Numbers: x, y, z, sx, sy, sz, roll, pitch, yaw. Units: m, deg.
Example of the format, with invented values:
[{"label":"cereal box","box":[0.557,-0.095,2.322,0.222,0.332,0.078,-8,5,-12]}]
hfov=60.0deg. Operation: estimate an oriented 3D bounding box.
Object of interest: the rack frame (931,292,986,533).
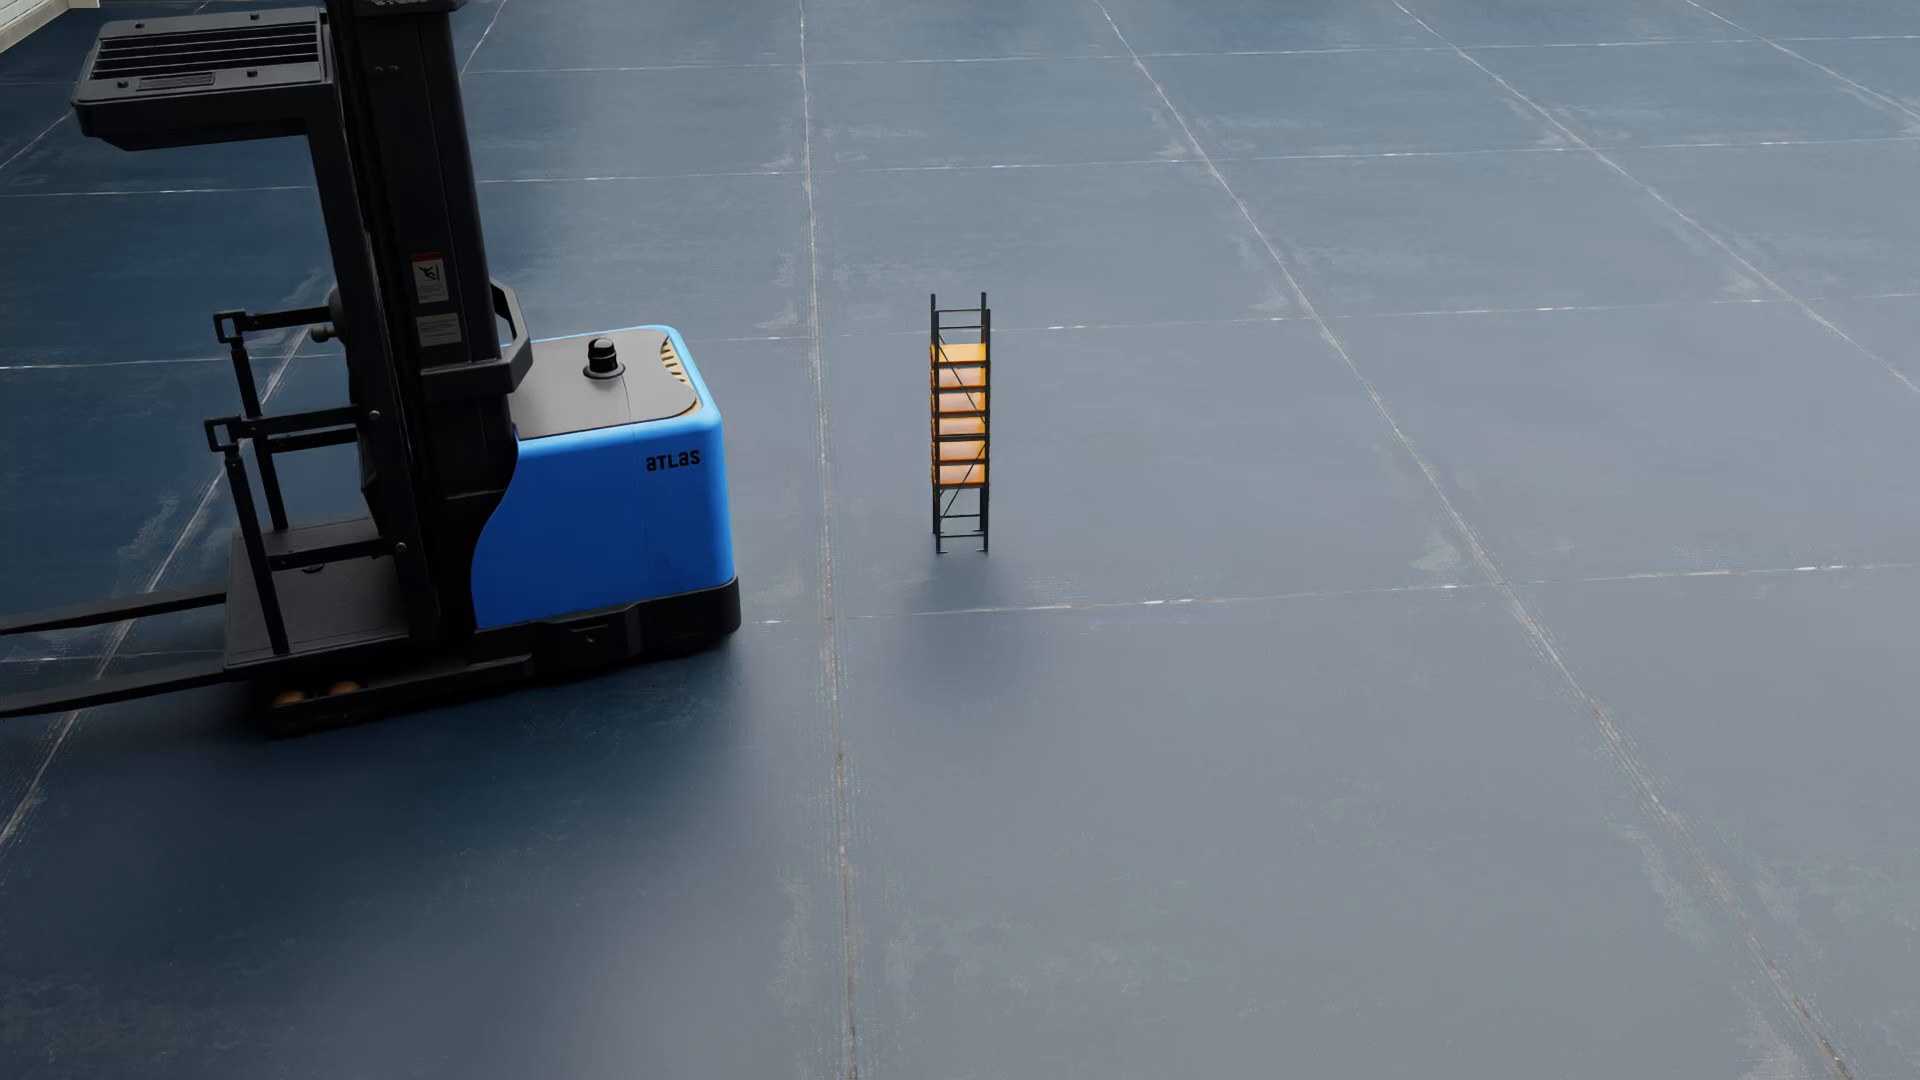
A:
[{"label":"rack frame","box":[-0.007,-0.554,7.508,0.240,1.200,0.006,-3,31,-5]}]

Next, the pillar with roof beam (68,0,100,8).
[{"label":"pillar with roof beam","box":[-4.545,-9.512,14.900,9.100,9.000,0.400,-3,31,-5]}]

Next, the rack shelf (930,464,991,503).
[{"label":"rack shelf","box":[0.001,-0.264,7.576,0.258,0.103,0.180,-3,31,-5]}]

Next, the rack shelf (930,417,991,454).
[{"label":"rack shelf","box":[0.001,-0.470,7.453,0.258,0.103,0.180,-3,31,-5]}]

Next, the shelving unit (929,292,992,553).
[{"label":"shelving unit","box":[0.001,-0.508,7.430,0.258,1.200,0.189,-3,31,-5]}]

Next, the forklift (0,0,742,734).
[{"label":"forklift","box":[-2.497,-0.807,6.243,3.031,2.935,1.130,-10,32,-17]}]

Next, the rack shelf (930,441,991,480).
[{"label":"rack shelf","box":[0.001,-0.367,7.514,0.258,0.103,0.180,-3,31,-5]}]

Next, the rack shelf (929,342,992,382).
[{"label":"rack shelf","box":[0.001,-0.779,7.268,0.258,0.103,0.180,-3,31,-5]}]

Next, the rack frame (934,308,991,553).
[{"label":"rack frame","box":[0.010,-0.461,7.352,0.240,1.200,0.006,-3,31,-5]}]

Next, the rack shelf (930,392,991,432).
[{"label":"rack shelf","box":[0.001,-0.573,7.391,0.258,0.103,0.180,-3,31,-5]}]

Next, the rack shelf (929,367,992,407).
[{"label":"rack shelf","box":[0.001,-0.676,7.330,0.258,0.103,0.180,-3,31,-5]}]
